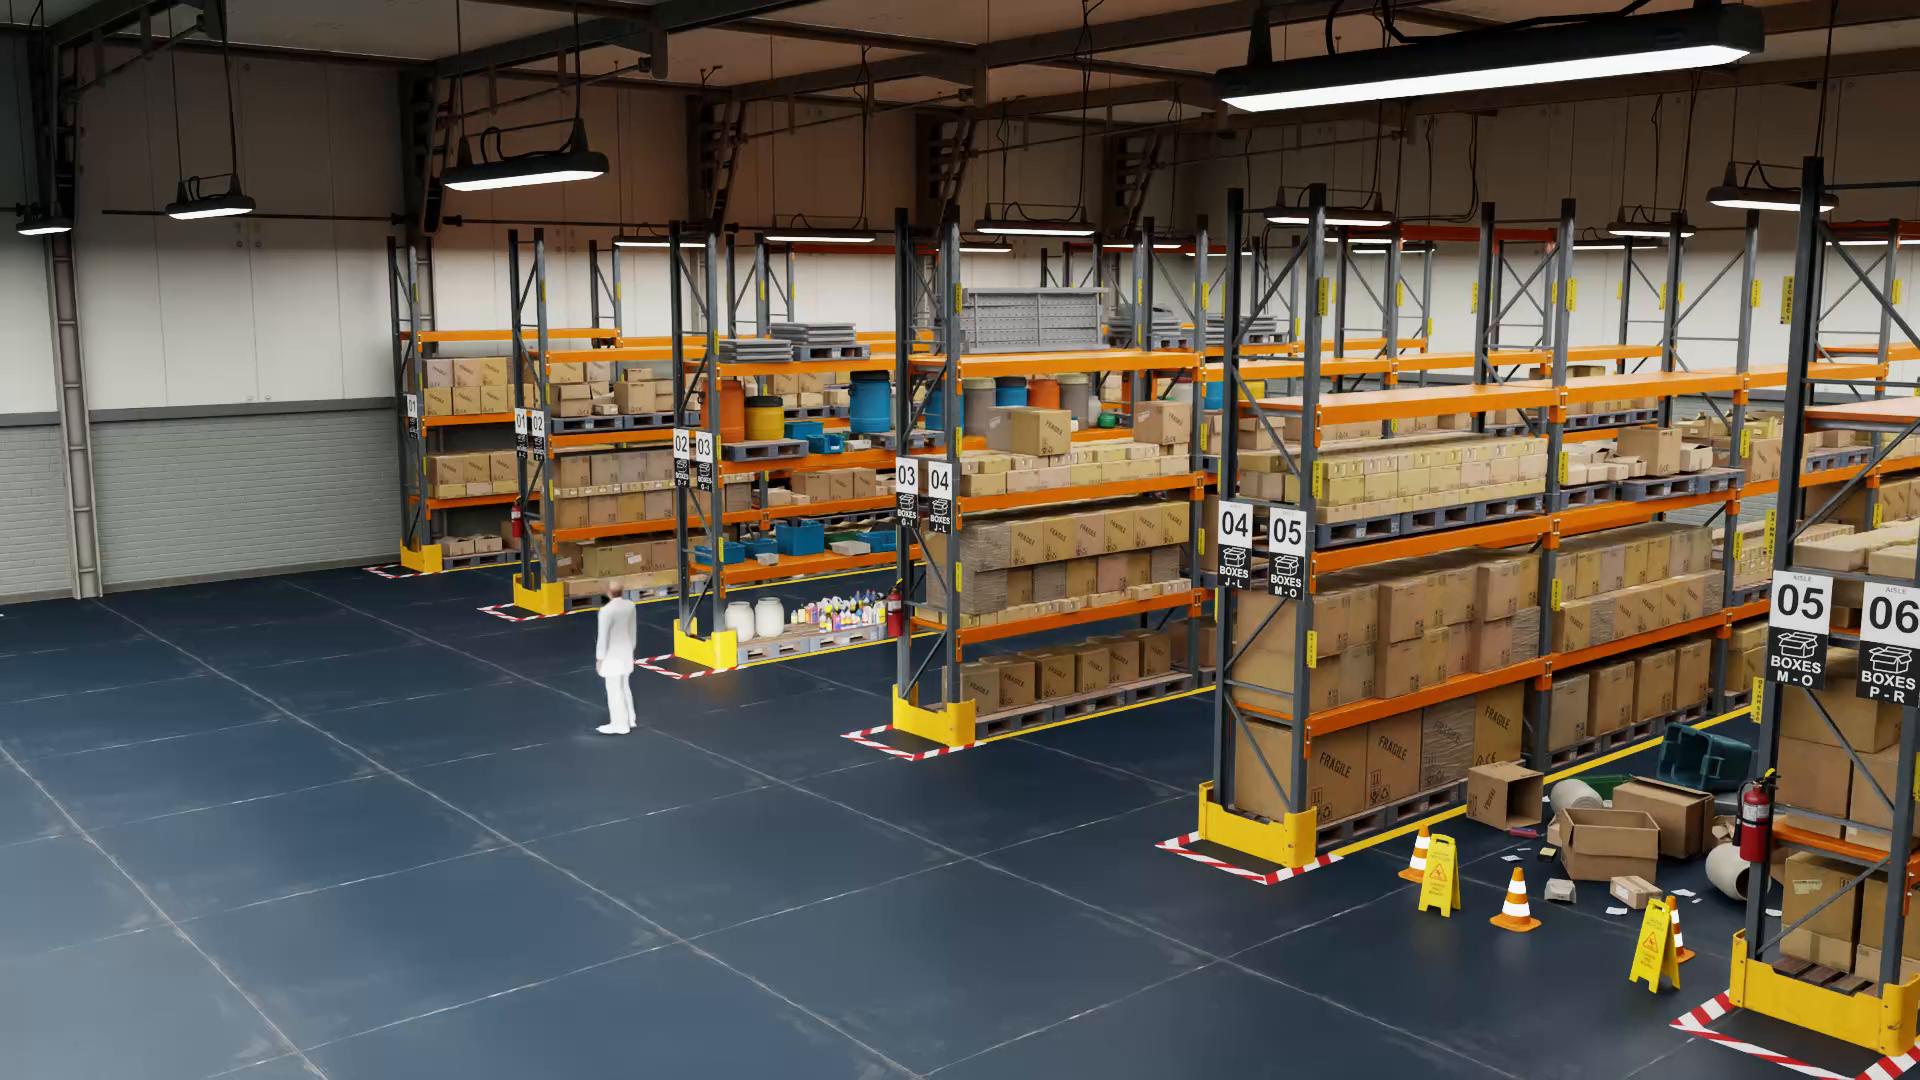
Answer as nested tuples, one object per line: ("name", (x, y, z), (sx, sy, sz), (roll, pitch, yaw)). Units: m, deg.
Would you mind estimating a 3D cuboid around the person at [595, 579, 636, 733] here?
("person", (-3.969, 1.353, 19.239), (0.415, 1.825, 0.686), (4, 10, 26))
